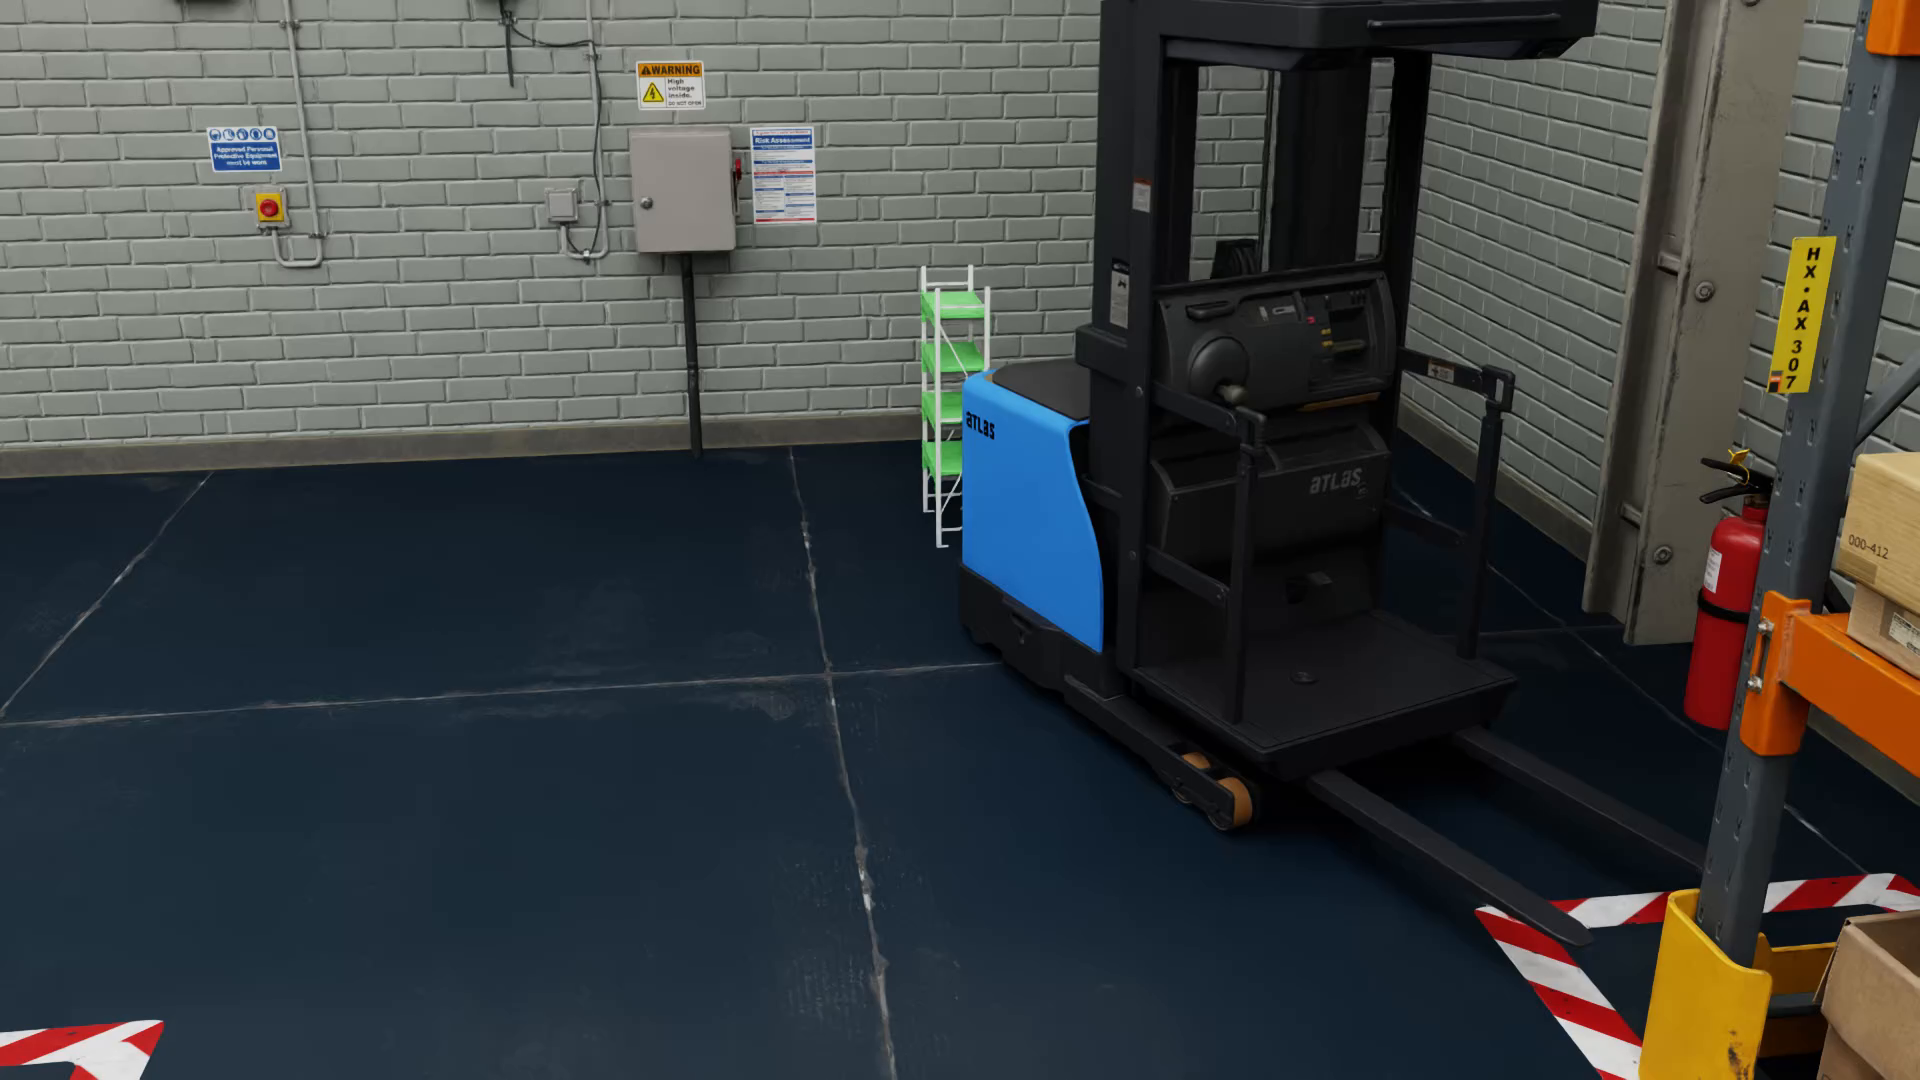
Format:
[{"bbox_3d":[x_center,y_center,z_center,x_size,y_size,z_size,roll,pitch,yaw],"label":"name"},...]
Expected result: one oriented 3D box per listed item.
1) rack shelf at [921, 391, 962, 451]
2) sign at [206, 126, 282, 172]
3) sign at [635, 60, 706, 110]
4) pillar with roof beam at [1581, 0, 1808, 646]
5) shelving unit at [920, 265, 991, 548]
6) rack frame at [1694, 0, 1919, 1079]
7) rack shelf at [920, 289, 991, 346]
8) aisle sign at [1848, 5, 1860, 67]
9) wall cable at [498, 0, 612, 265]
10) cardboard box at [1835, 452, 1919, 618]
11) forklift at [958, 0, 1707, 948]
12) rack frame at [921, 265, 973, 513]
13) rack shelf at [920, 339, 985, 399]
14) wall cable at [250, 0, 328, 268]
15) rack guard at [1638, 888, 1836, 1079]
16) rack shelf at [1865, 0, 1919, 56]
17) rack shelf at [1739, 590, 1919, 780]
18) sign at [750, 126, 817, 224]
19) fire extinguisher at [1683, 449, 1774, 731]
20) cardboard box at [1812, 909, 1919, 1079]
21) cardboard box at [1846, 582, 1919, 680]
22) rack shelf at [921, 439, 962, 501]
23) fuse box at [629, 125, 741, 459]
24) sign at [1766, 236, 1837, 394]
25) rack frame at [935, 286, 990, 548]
[{"bbox_3d":[-0.024,-0.560,7.682,0.258,0.148,0.480,-3,21,-8],"label":"rack shelf"},{"bbox_3d":[-3.530,-1.928,8.205,0.327,0.218,0.001,-3,21,-8],"label":"sign"},{"bbox_3d":[-1.458,-2.294,8.391,0.339,0.242,0.001,-3,21,-8],"label":"sign"},{"bbox_3d":[-1.483,-3.656,4.642,9.100,9.000,0.400,-3,21,-8],"label":"pillar with roof beam"},{"bbox_3d":[-0.024,-0.619,7.660,0.258,1.200,0.503,-3,21,-8],"label":"shelving unit"},{"bbox_3d":[2.274,-0.083,3.652,1.000,3.000,0.127,-3,21,-8],"label":"rack frame"},{"bbox_3d":[-0.024,-1.009,7.514,0.258,0.148,0.480,-3,21,-8],"label":"rack shelf"},{"bbox_3d":[1.973,-1.310,3.221,0.394,0.787,0.004,-3,21,-8],"label":"aisle sign"},{"bbox_3d":[-2.072,-2.334,8.227,0.588,1.984,0.122,-3,21,-8],"label":"wall cable"},{"bbox_3d":[2.072,0.018,3.169,0.500,0.250,0.500,-3,21,-7],"label":"cardboard box"},{"bbox_3d":[1.148,-0.637,5.232,1.130,2.935,3.031,-11,23,-27],"label":"forklift"},{"bbox_3d":[-0.059,-0.704,7.886,0.240,1.200,0.015,-3,21,-8],"label":"rack frame"},{"bbox_3d":[-0.024,-0.784,7.598,0.258,0.148,0.480,-3,21,-8],"label":"rack shelf"},{"bbox_3d":[-3.474,-2.273,8.019,0.585,1.953,0.123,-3,21,-8],"label":"wall cable"},{"bbox_3d":[2.285,1.114,4.019,1.175,0.500,0.348,-3,21,-8],"label":"rack guard"},{"bbox_3d":[2.562,-0.459,1.399,1.077,0.370,4.000,-3,21,-8],"label":"rack shelf"},{"bbox_3d":[2.562,0.946,1.924,1.077,0.370,4.000,-3,21,-8],"label":"rack shelf"},{"bbox_3d":[-0.915,-1.890,8.626,0.329,0.494,0.001,-3,21,-8],"label":"sign"},{"bbox_3d":[1.795,0.100,3.805,0.296,0.674,0.183,-3,21,-8],"label":"fire extinguisher"},{"bbox_3d":[2.268,1.106,3.436,0.797,0.503,0.637,-4,21,-10],"label":"cardboard box"},{"bbox_3d":[2.050,0.162,3.354,0.380,0.149,0.250,-3,21,-8],"label":"cardboard box"},{"bbox_3d":[-0.024,-0.335,7.766,0.258,0.148,0.480,-3,21,-8],"label":"rack shelf"},{"bbox_3d":[-1.374,-1.235,8.576,0.539,1.711,0.414,-3,21,-8],"label":"fuse box"},{"bbox_3d":[1.737,-0.461,3.427,0.100,0.325,0.005,-3,21,-8],"label":"sign"},{"bbox_3d":[0.011,-0.535,7.433,0.240,1.200,0.015,-3,21,-8],"label":"rack frame"}]
